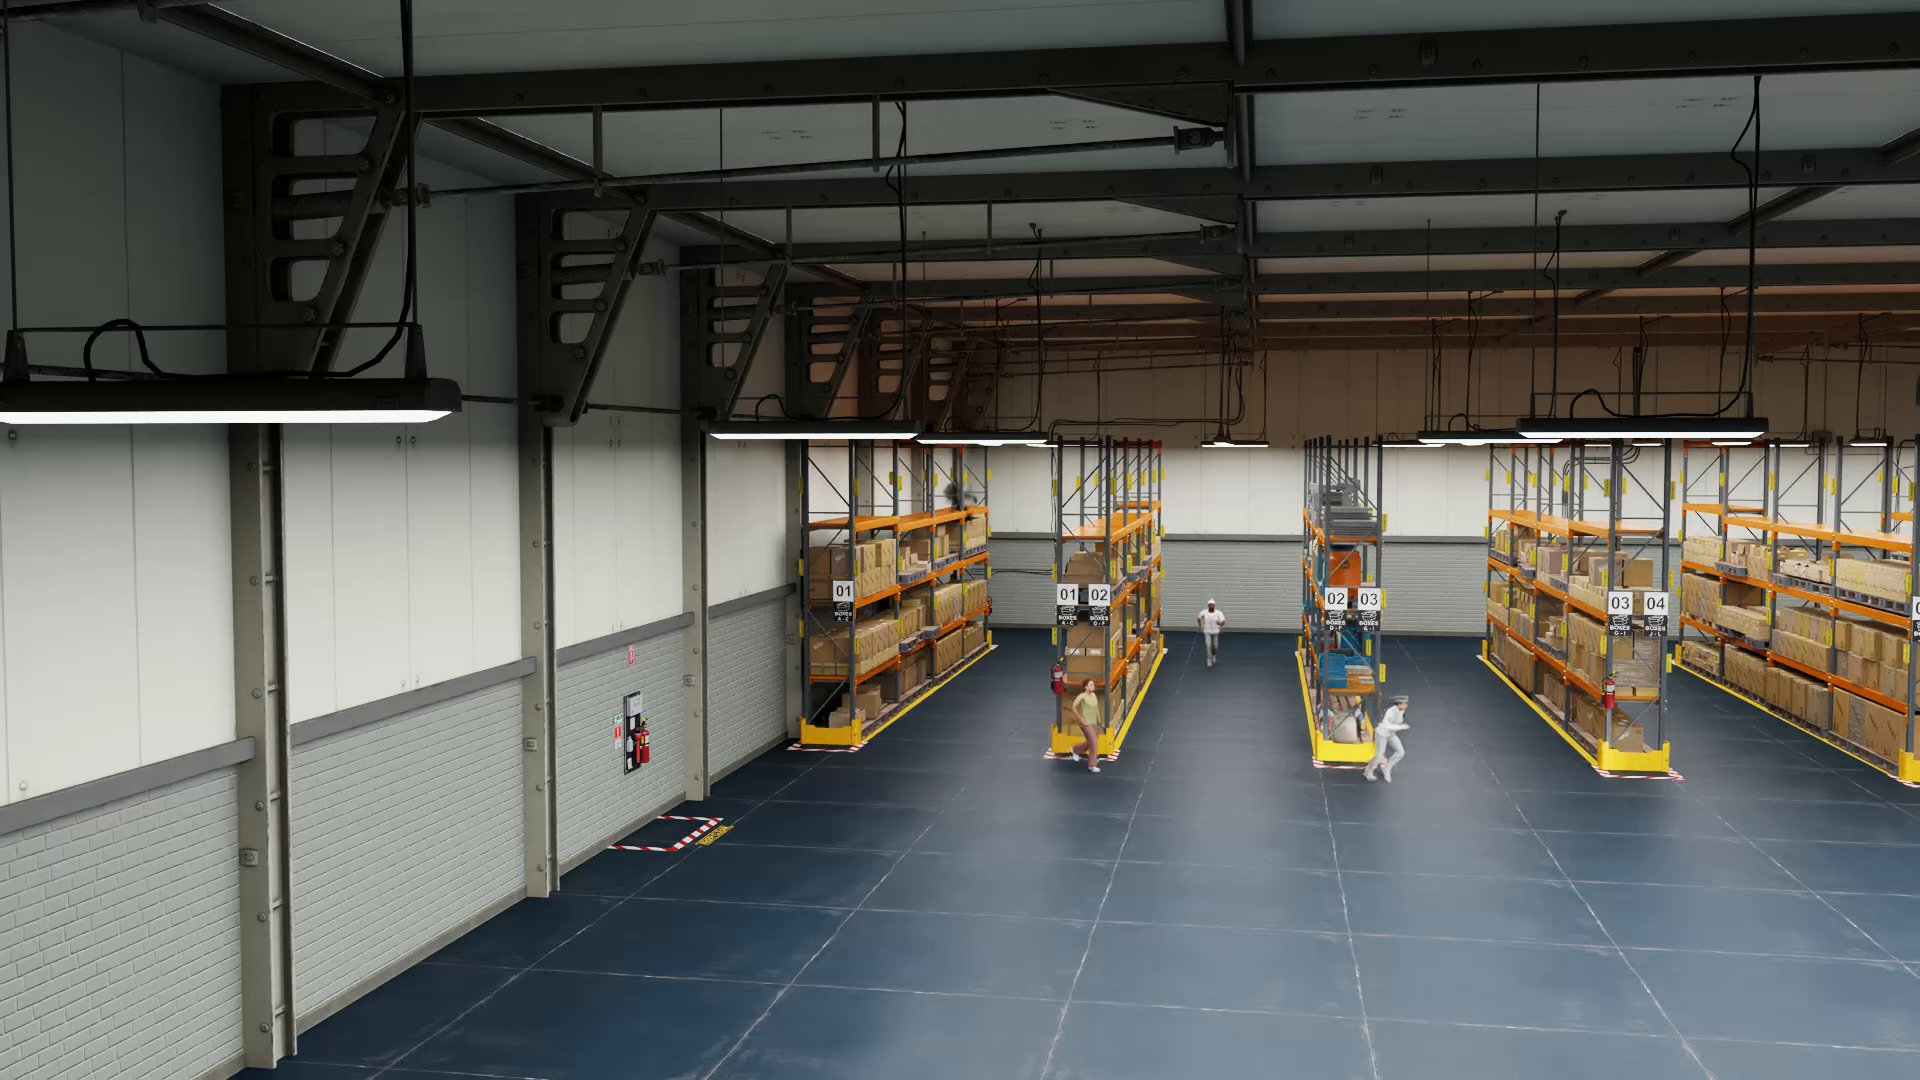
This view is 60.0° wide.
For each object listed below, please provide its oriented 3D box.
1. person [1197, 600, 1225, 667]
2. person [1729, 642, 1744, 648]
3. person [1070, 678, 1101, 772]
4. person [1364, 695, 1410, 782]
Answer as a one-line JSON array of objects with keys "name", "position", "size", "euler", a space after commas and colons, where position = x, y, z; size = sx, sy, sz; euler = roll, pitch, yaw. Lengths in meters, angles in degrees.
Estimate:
[{"name": "person", "position": [6.655, 2.448, 44.046], "size": [0.710, 1.747, 0.972], "euler": [0, 3, 5]}, {"name": "person", "position": [21.046, 2.490, 45.100], "size": [0.594, 1.597, 0.765], "euler": [-1, 3, -18]}, {"name": "person", "position": [2.249, 3.300, 29.850], "size": [0.762, 1.657, 0.606], "euler": [3, 4, 44]}, {"name": "person", "position": [7.395, 3.403, 28.626], "size": [0.645, 1.539, 0.892], "euler": [-3, 4, -43]}]
